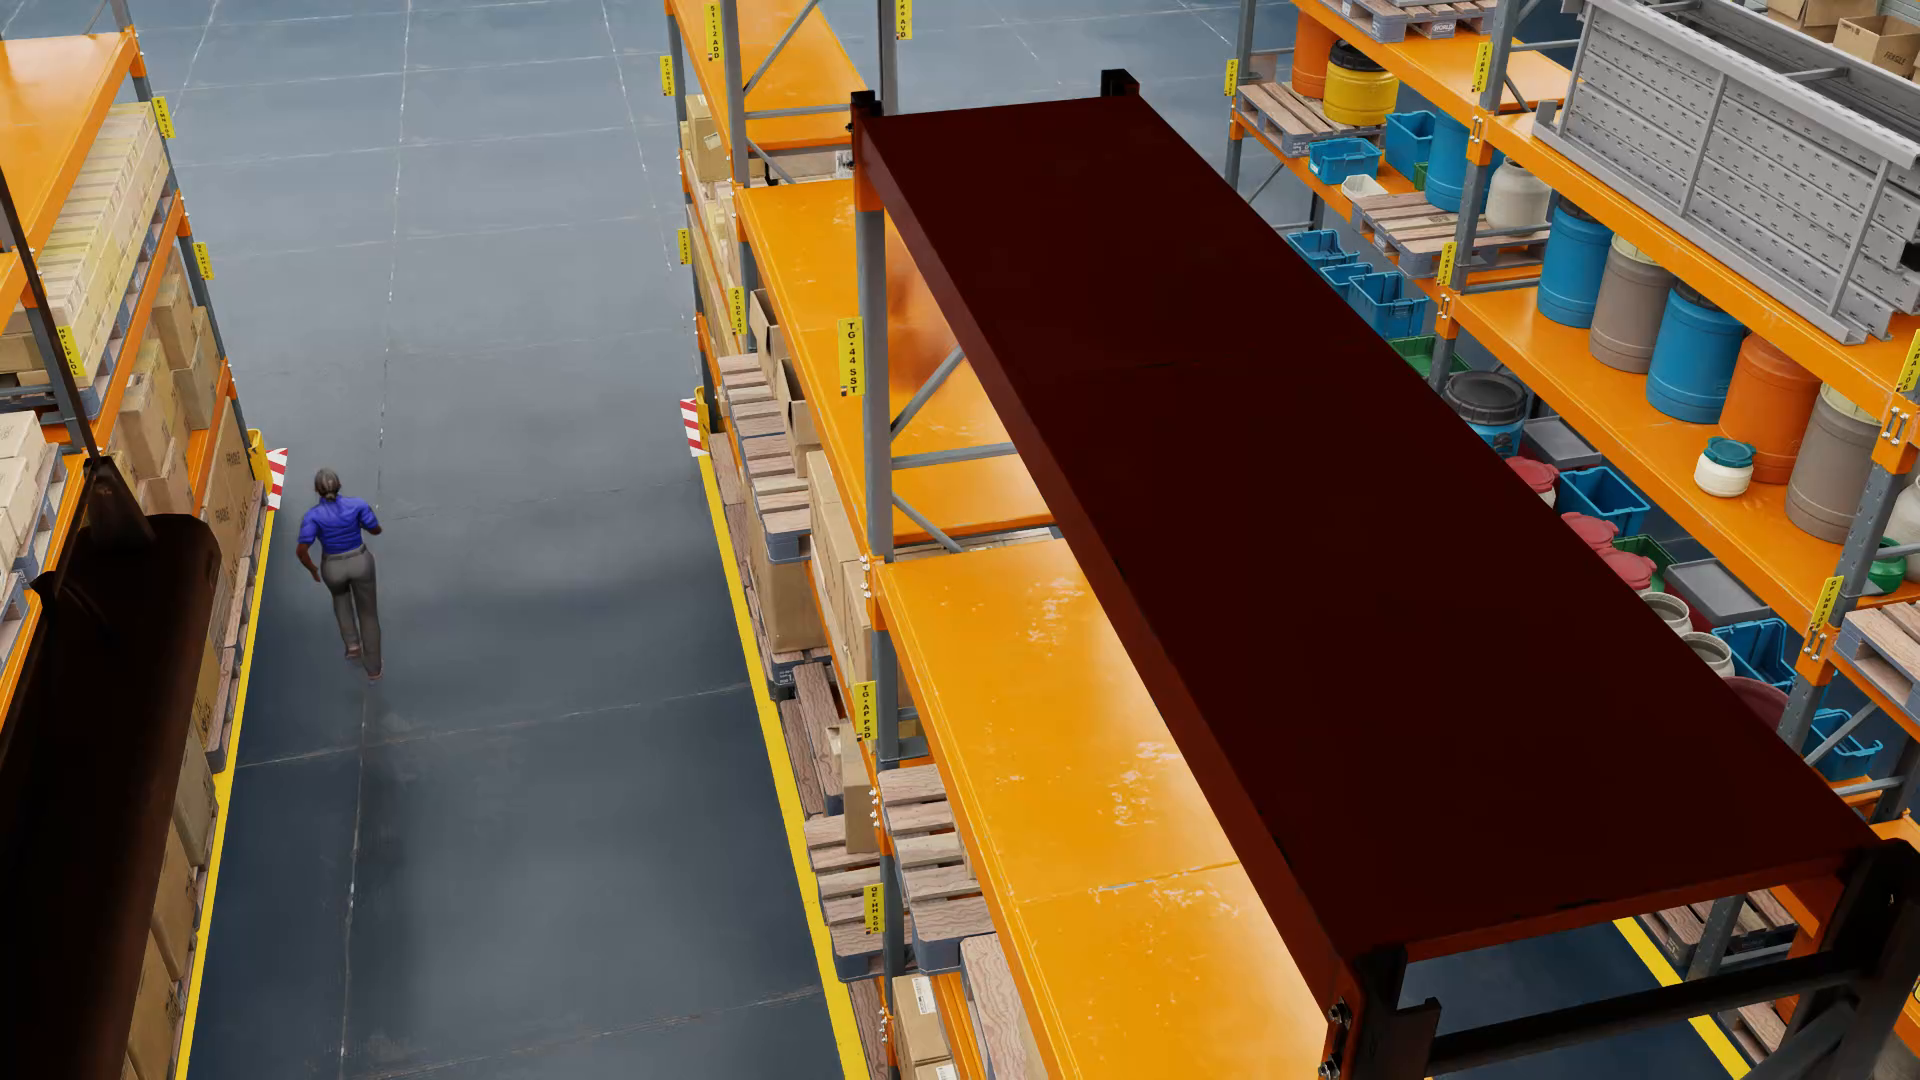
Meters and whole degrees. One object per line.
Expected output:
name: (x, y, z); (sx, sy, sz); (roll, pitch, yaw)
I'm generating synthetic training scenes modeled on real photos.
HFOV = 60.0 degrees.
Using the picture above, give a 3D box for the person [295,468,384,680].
person: (-4.366, 0.210, 11.869); (0.572, 1.683, 0.691); (-11, 36, -16)

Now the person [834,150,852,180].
person: (-1.378, -3.952, 18.400); (0.576, 1.647, 0.615); (12, 36, 16)
